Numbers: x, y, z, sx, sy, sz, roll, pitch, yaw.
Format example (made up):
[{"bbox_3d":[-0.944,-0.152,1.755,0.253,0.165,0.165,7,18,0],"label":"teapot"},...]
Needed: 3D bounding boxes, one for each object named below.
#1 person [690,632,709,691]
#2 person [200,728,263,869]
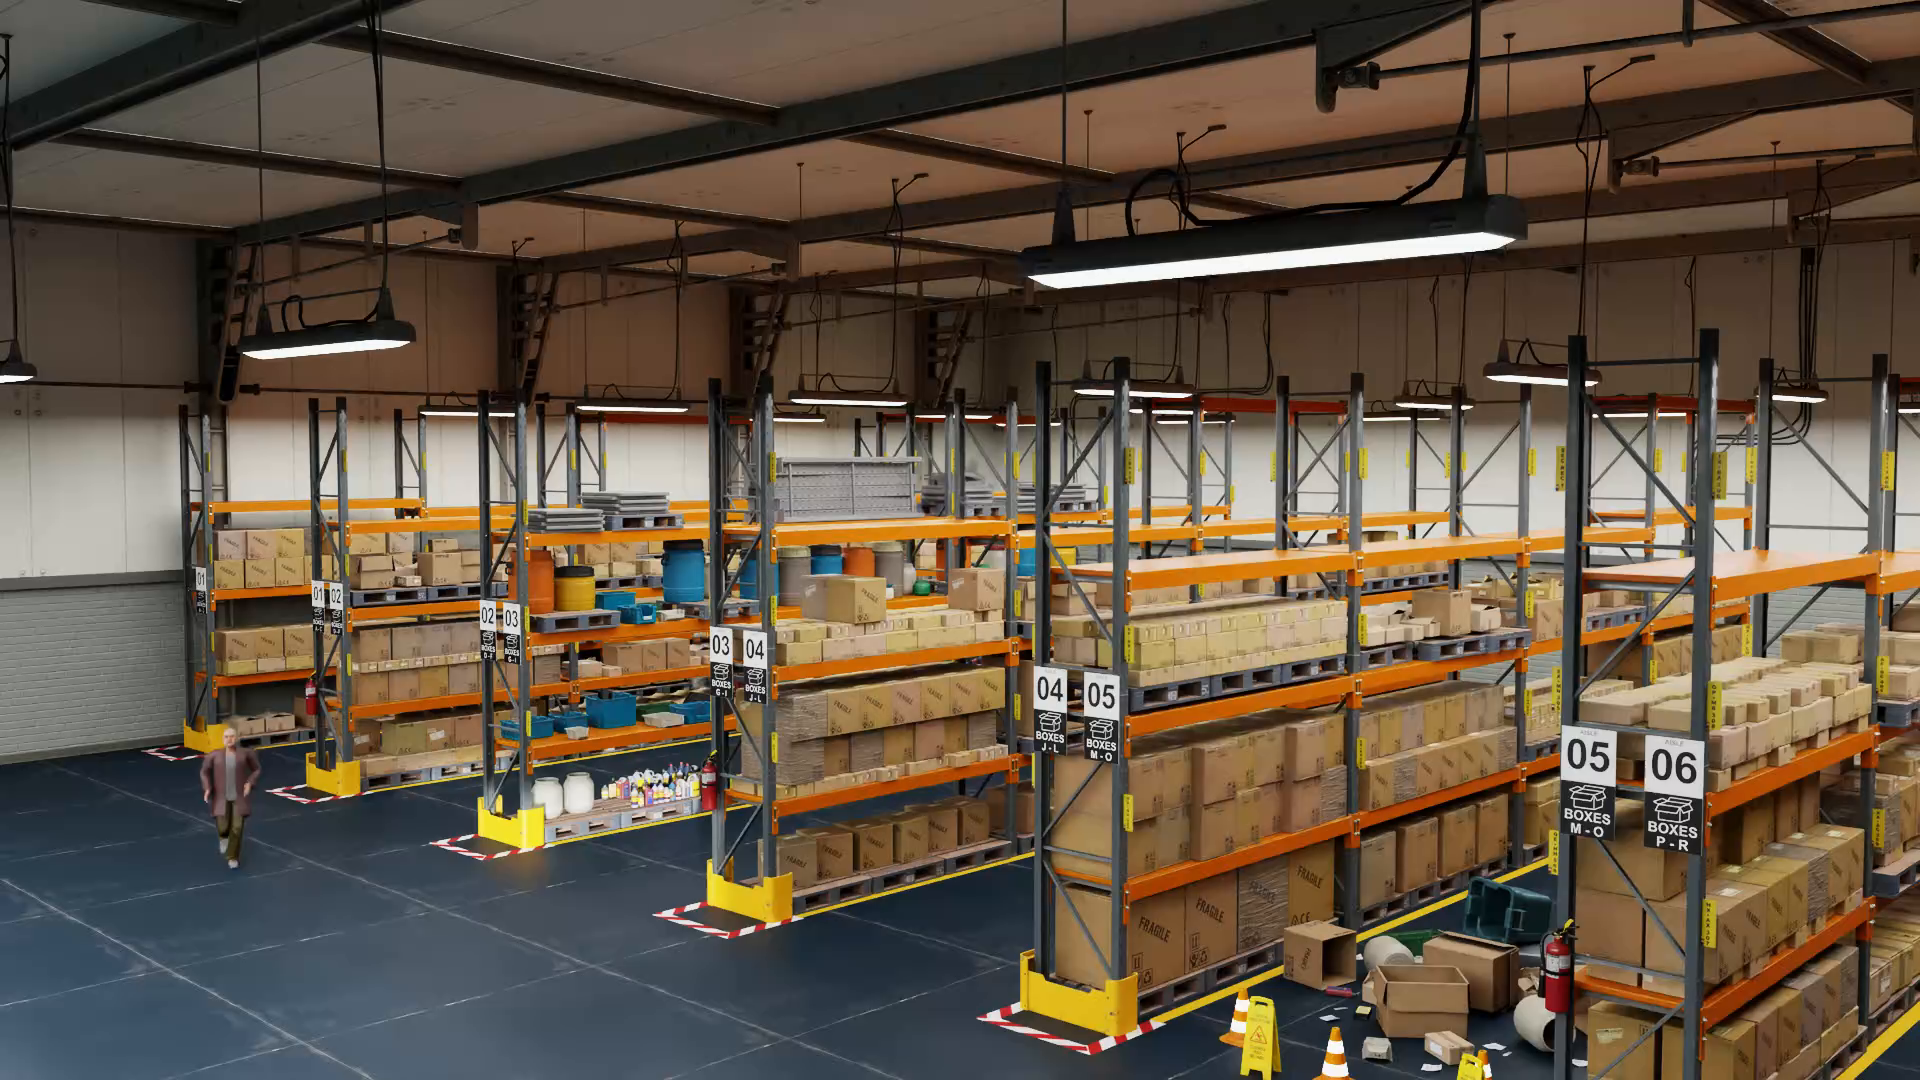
[{"bbox_3d":[-5.068,2.632,32.289,0.592,1.721,0.747,2,4,38],"label":"person"},{"bbox_3d":[-9.112,3.211,20.804,0.726,1.726,0.631,-1,3,-23],"label":"person"}]
